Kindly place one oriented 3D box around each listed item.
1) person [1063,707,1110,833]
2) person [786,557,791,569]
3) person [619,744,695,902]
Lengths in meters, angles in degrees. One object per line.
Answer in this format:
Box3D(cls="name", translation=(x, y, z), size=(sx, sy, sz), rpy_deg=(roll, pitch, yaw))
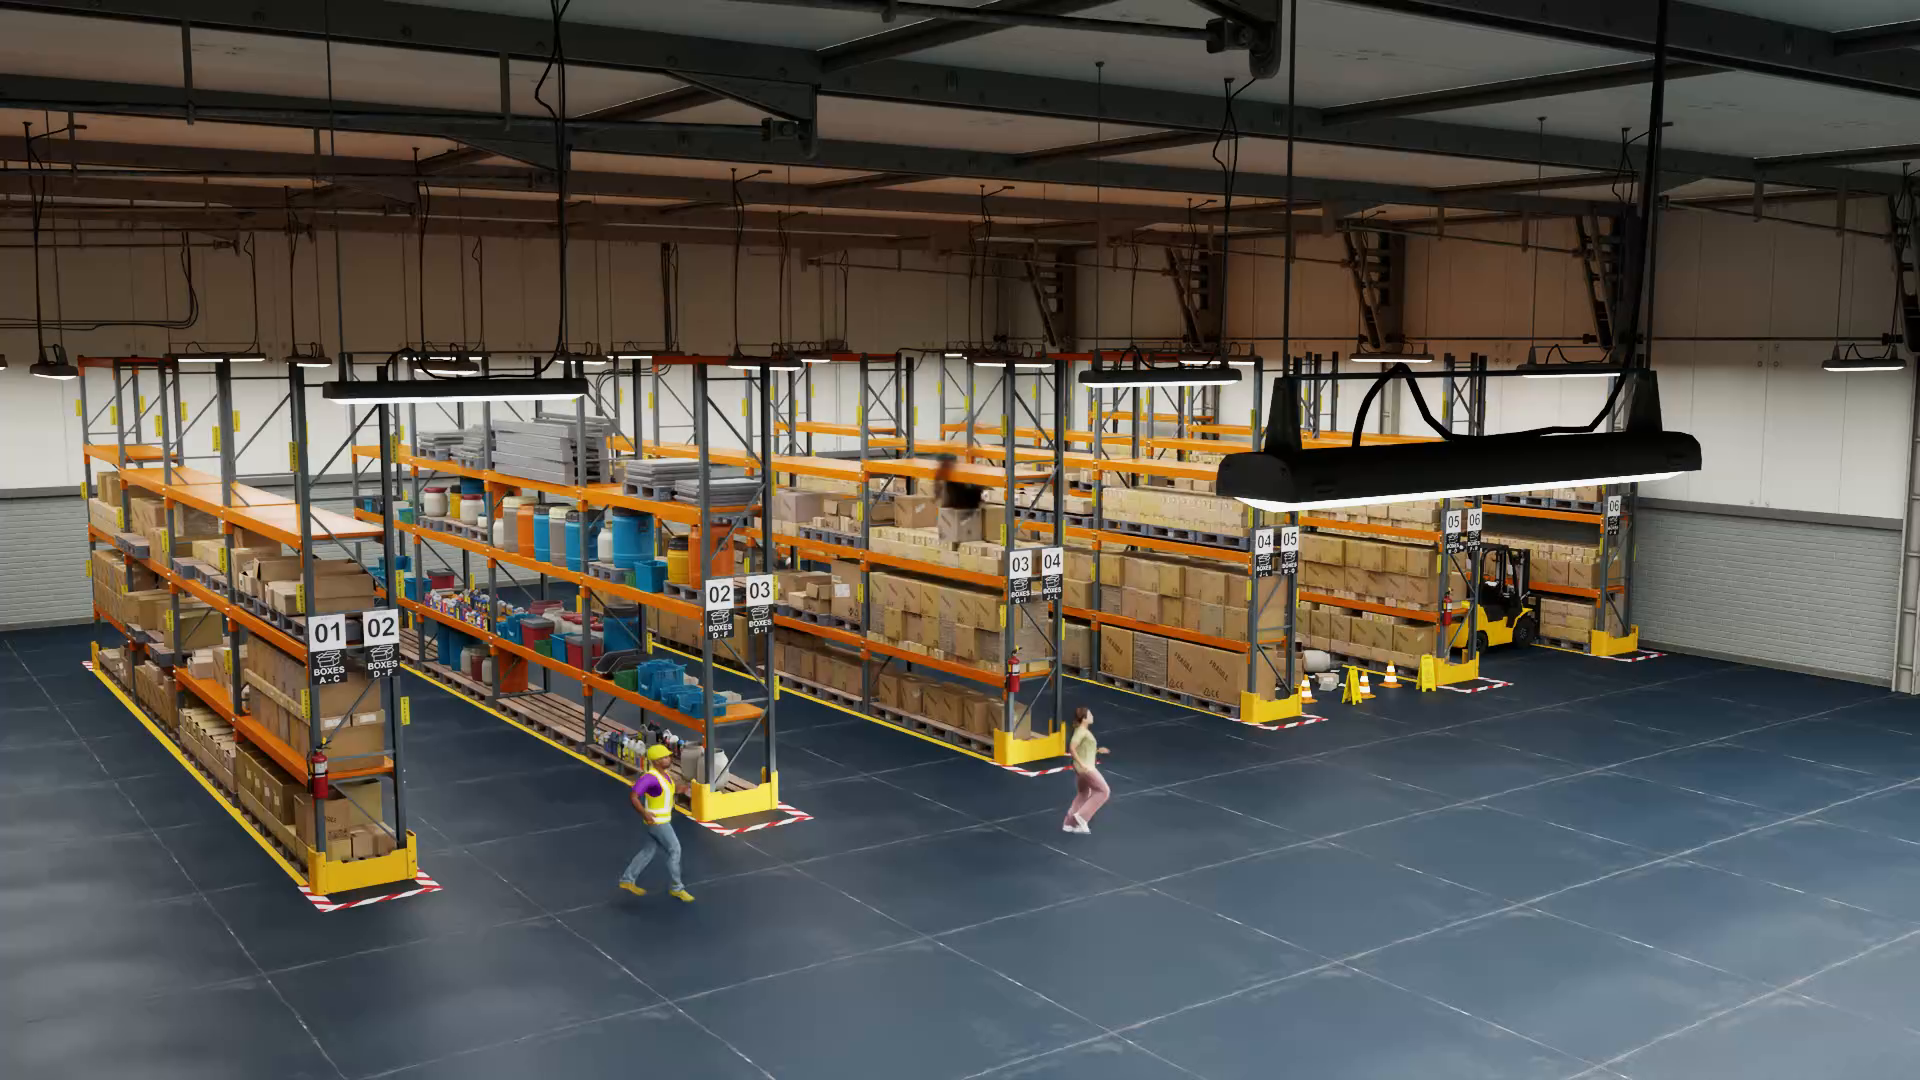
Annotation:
Box3D(cls="person", translation=(1.621, 2.934, 21.252), size=(0.613, 1.635, 0.560), rpy_deg=(-1, 7, -7))
Box3D(cls="person", translation=(-3.474, 1.253, 34.544), size=(0.647, 1.814, 0.835), rpy_deg=(-6, 9, -39))
Box3D(cls="person", translation=(-3.434, 3.190, 18.766), size=(0.852, 1.815, 0.670), rpy_deg=(-1, 7, -9))
